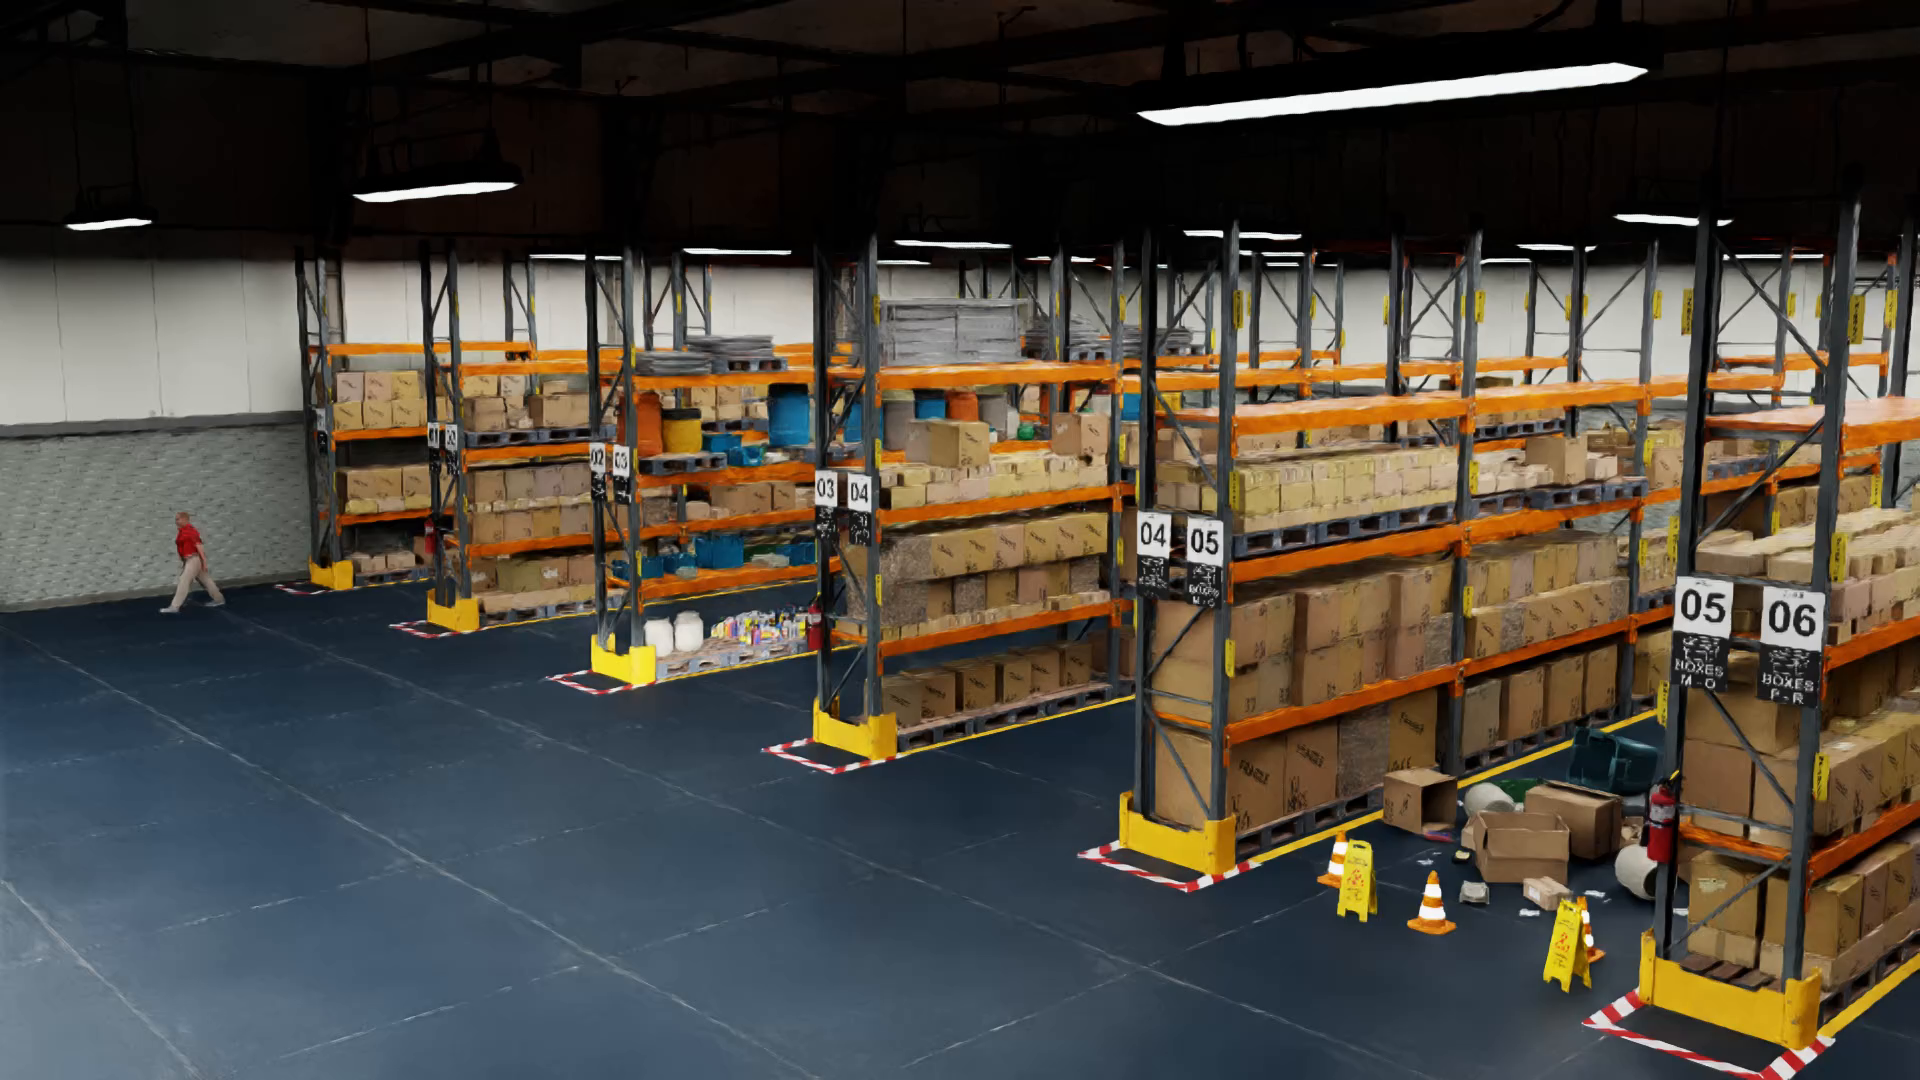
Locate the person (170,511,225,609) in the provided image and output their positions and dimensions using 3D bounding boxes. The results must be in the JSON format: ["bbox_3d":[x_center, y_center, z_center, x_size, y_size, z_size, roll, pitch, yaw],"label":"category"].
[{"bbox_3d":[-12.601,0.300,27.345,0.912,1.584,0.544,-7,11,-39],"label":"person"}]
